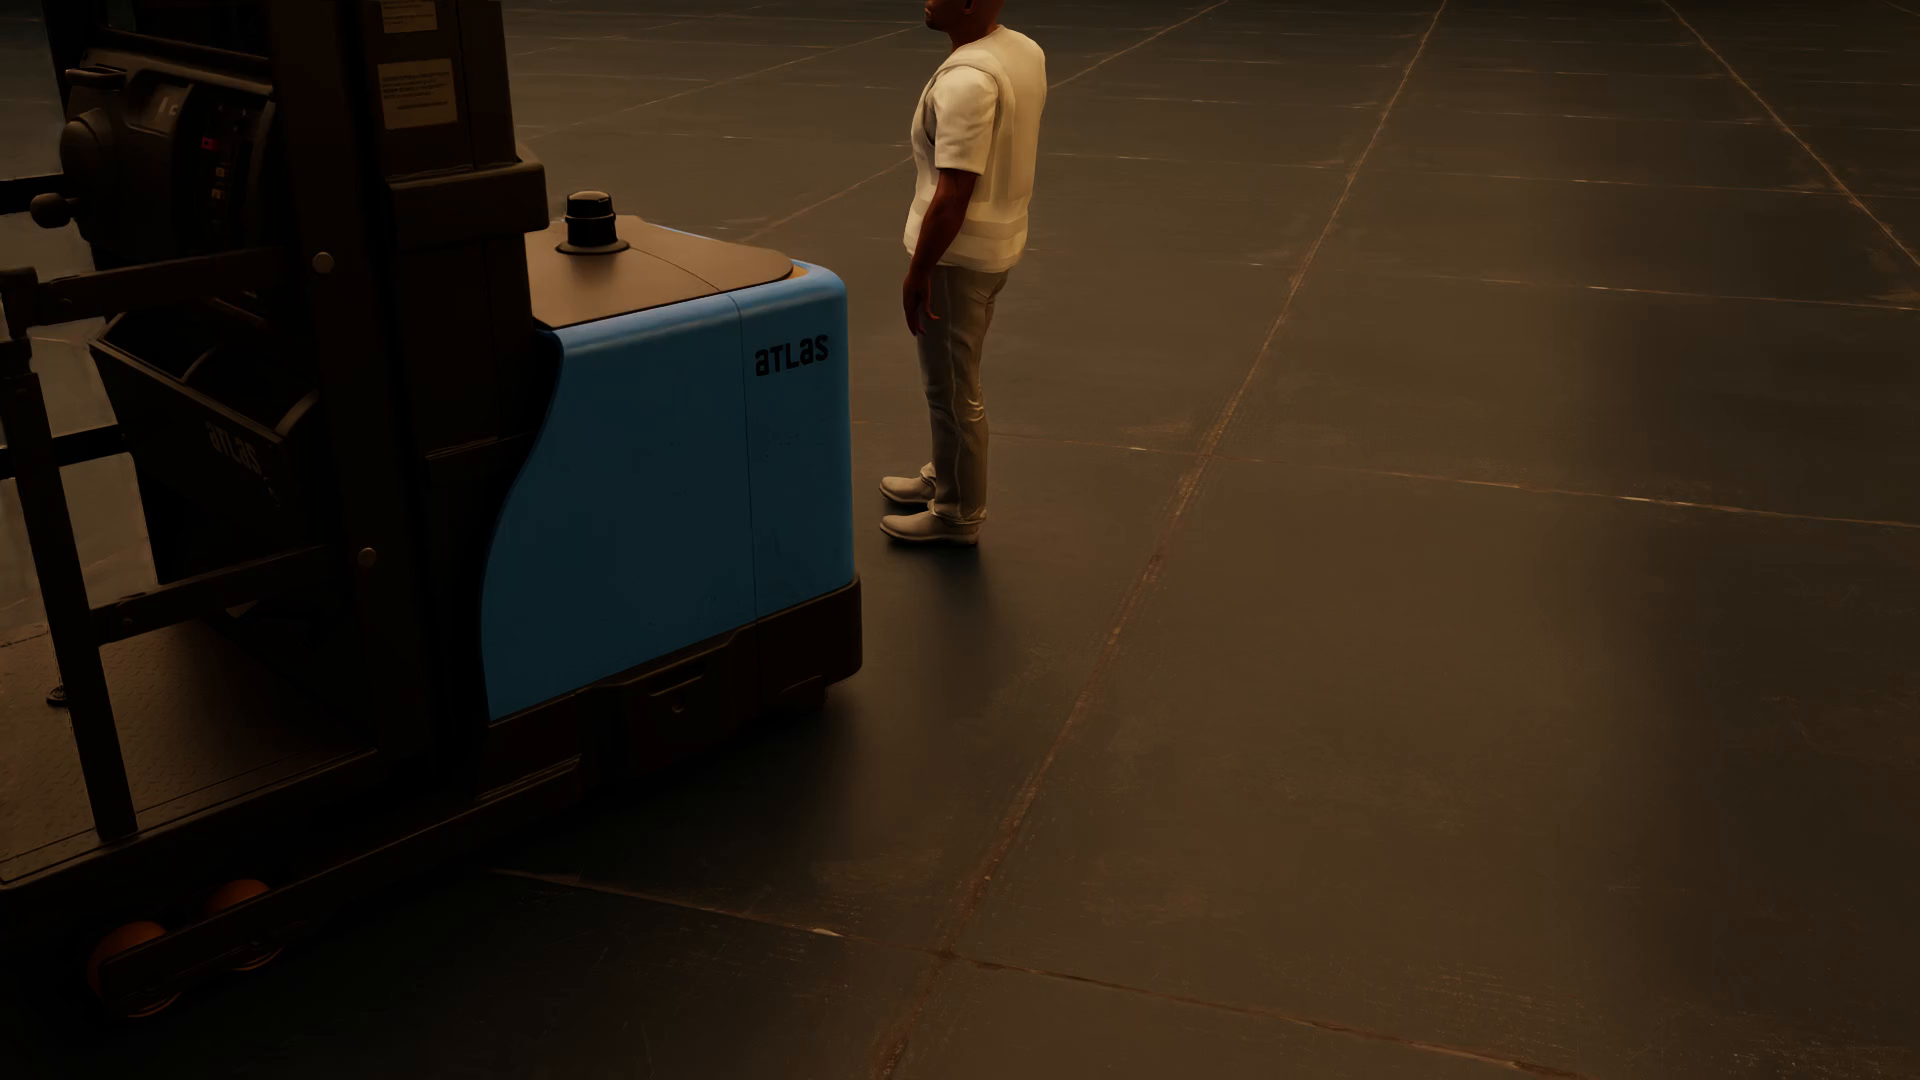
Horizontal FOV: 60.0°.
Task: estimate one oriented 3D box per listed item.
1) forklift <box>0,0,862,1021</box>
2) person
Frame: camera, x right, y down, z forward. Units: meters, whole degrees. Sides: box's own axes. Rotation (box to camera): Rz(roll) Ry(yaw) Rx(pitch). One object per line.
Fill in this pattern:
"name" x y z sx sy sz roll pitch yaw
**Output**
"forklift" -1.644 -0.711 3.002 3.031 2.935 1.130 -21 30 -41
"person" -0.066 -0.833 4.805 0.574 1.769 0.665 7 23 16
